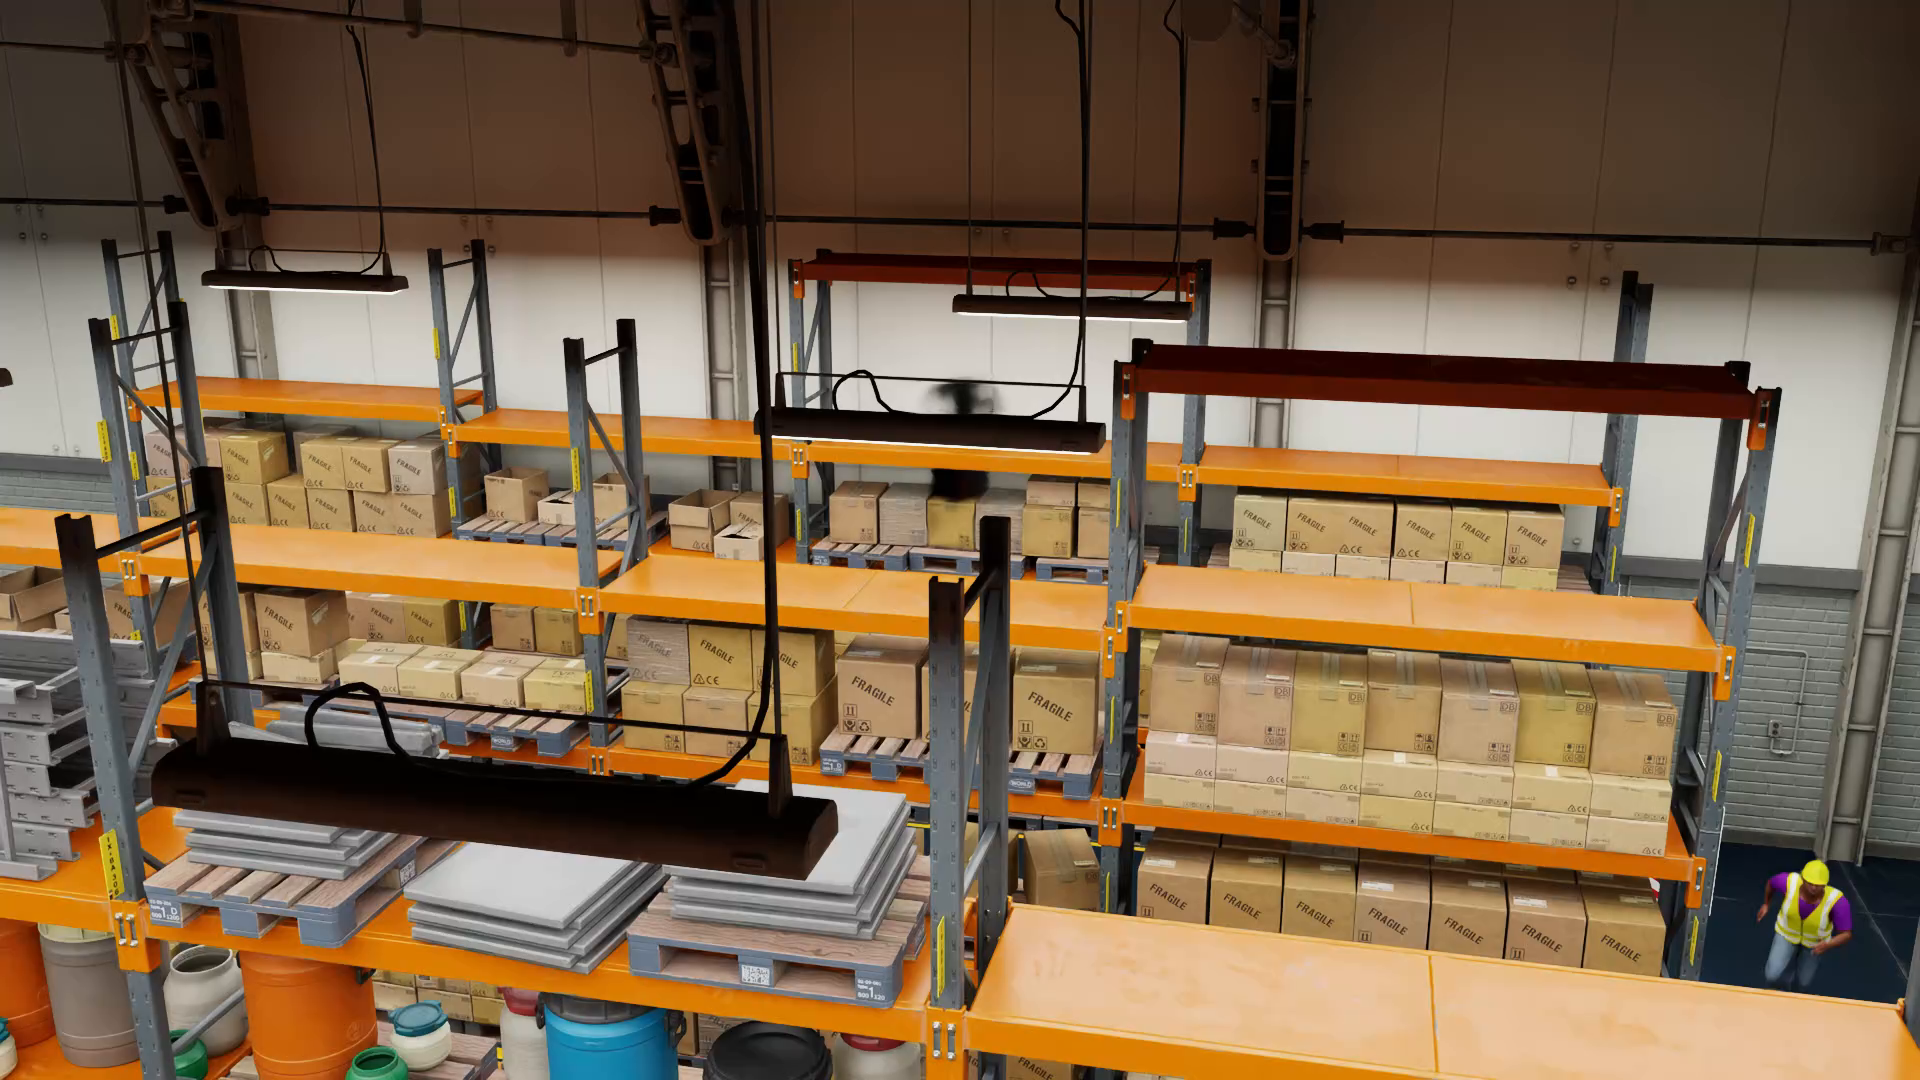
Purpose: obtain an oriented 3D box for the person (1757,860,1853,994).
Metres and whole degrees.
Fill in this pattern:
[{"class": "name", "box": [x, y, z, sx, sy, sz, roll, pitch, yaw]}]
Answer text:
[{"class": "person", "box": [7.062, 3.365, 13.959, 0.709, 1.624, 0.937, 9, 19, 28]}]
